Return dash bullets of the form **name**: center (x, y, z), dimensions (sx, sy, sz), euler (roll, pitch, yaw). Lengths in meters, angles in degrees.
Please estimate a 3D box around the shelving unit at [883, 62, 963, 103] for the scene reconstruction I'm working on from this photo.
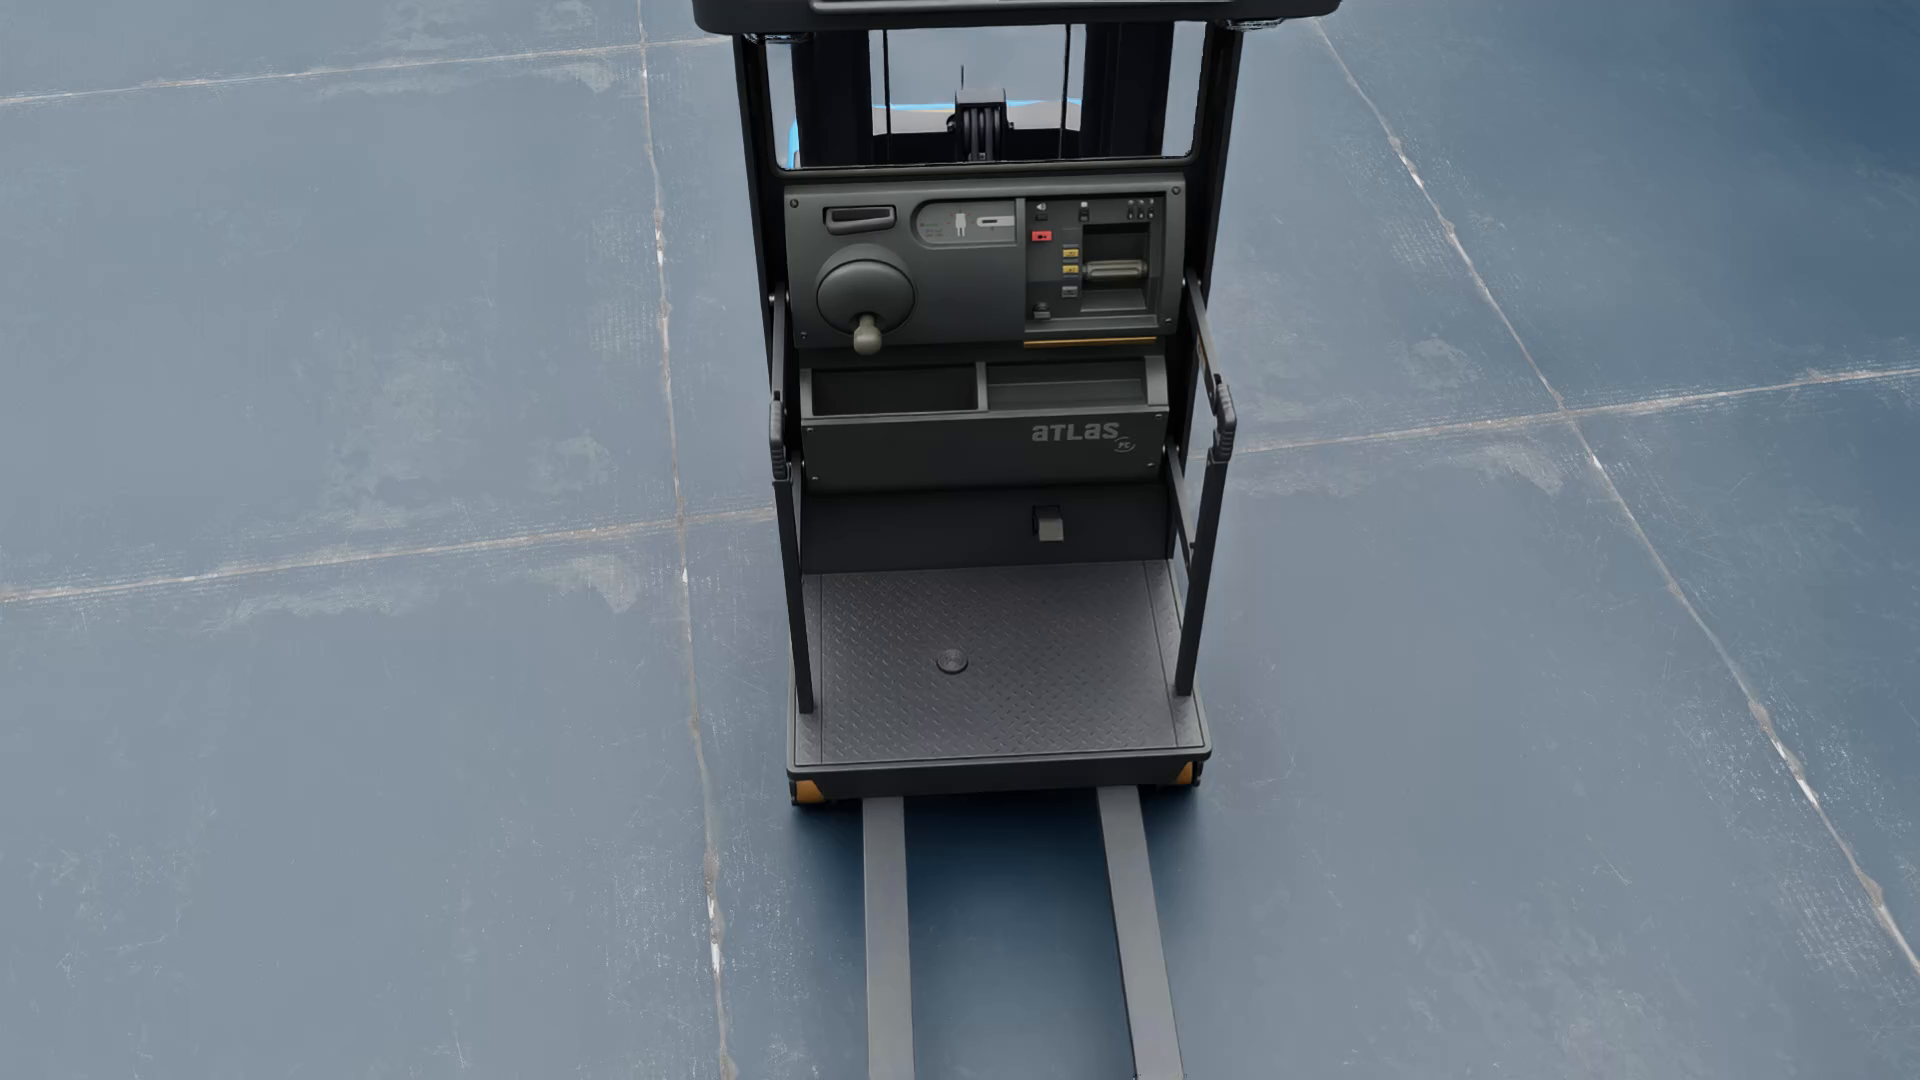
- **shelving unit**: center (-0.109, -1.066, 5.548), dimensions (0.252, 1.050, 0.215), euler (-3, 46, -3)

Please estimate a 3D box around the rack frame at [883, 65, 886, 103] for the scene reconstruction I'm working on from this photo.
- **rack frame**: center (-0.230, -1.060, 5.542), dimensions (0.008, 1.050, 0.200), euler (-3, 46, -3)

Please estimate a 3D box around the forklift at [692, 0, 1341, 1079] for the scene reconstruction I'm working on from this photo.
- **forklift**: center (0.076, -0.547, 3.742), dimensions (1.130, 2.935, 3.031), euler (-2, 46, -2)

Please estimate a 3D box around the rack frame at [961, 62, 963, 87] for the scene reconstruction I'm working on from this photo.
- **rack frame**: center (0.013, -1.073, 5.555), dimensions (0.008, 1.050, 0.200), euler (-3, 46, -3)
